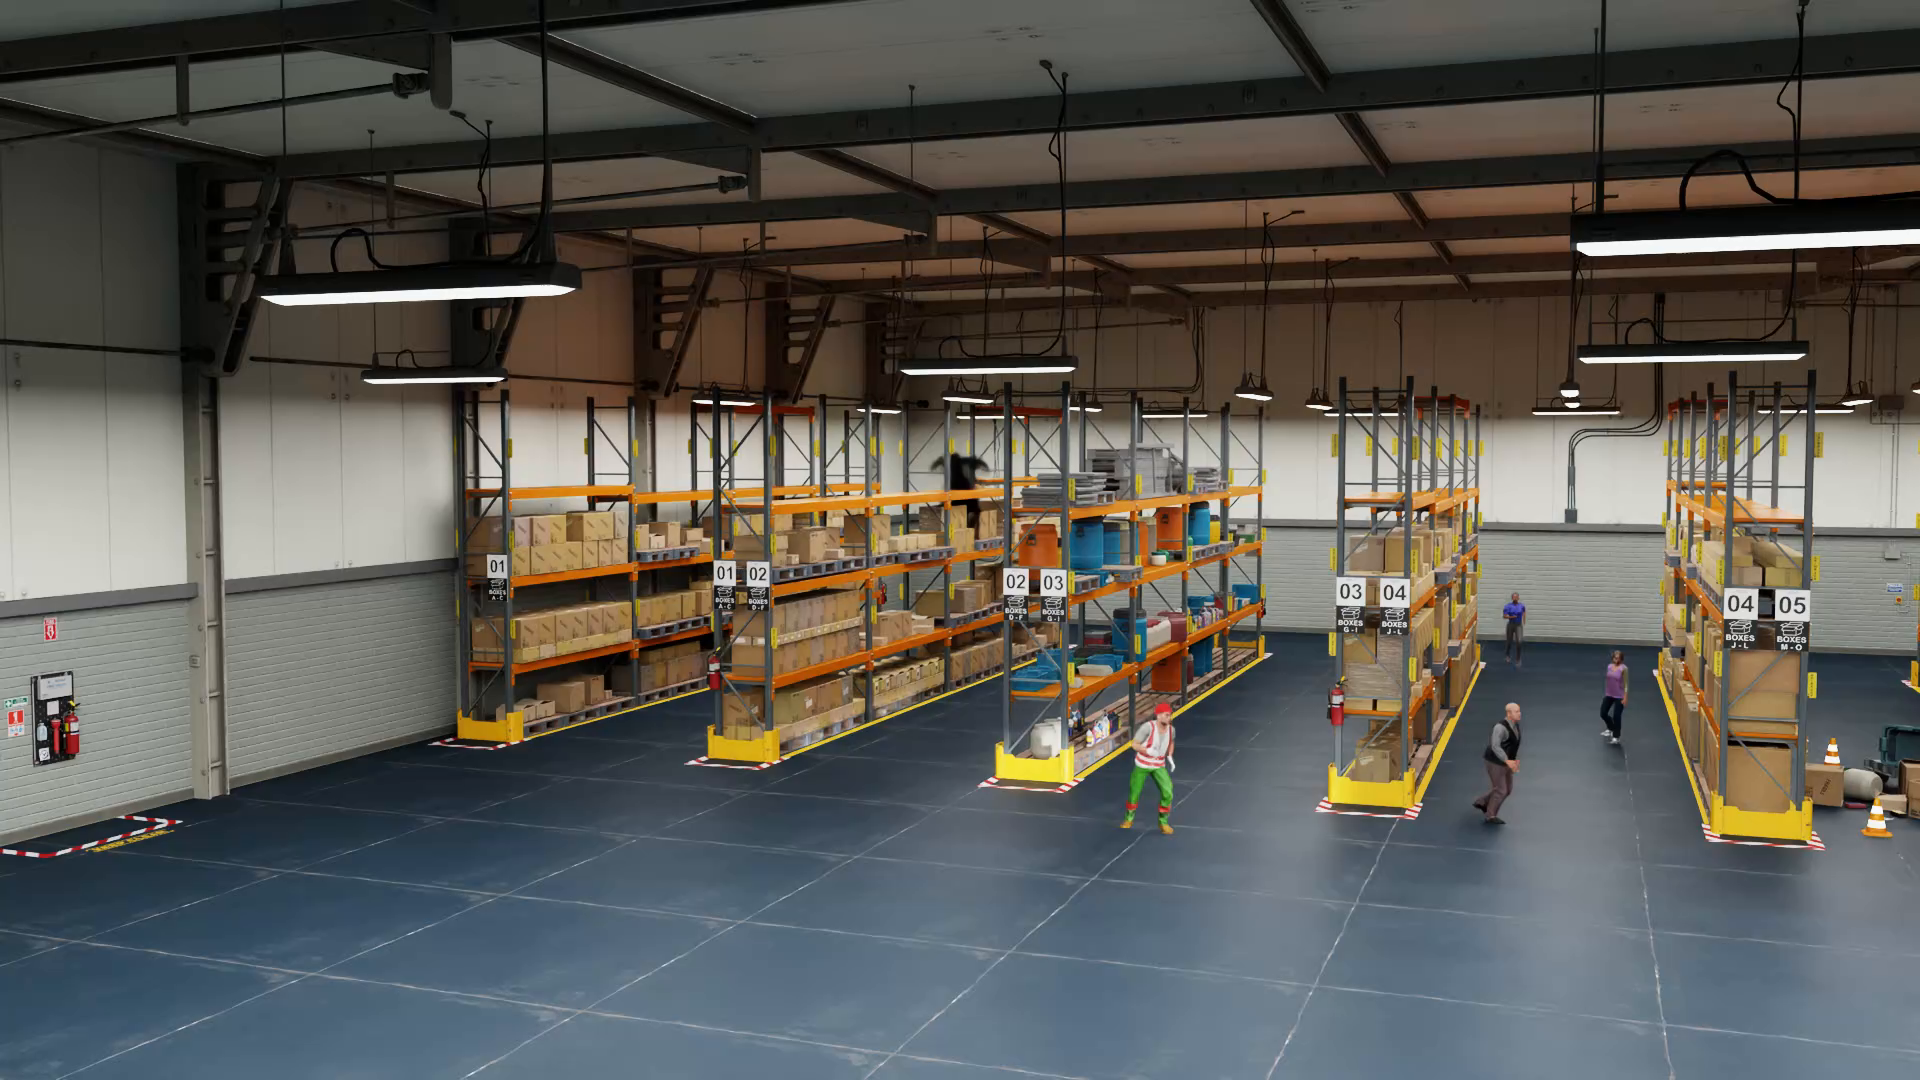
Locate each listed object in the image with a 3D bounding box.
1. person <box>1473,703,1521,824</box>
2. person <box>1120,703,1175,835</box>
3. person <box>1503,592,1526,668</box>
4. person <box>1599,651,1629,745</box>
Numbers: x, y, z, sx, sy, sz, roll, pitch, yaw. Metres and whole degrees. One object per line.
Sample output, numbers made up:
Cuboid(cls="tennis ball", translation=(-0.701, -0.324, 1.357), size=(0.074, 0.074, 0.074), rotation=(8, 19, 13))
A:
Cuboid(cls="person", translation=(7.129, 2.960, 22.115), size=(0.742, 1.651, 0.631), rotation=(3, 4, 44))
Cuboid(cls="person", translation=(2.508, 2.966, 21.695), size=(0.720, 1.697, 0.821), rotation=(-1, 3, -13))
Cuboid(cls="person", translation=(12.789, 2.054, 38.368), size=(0.566, 1.705, 0.861), rotation=(0, 3, 6))
Cuboid(cls="person", translation=(11.094, 2.664, 28.151), size=(0.440, 1.611, 0.537), rotation=(-2, 4, -38))
